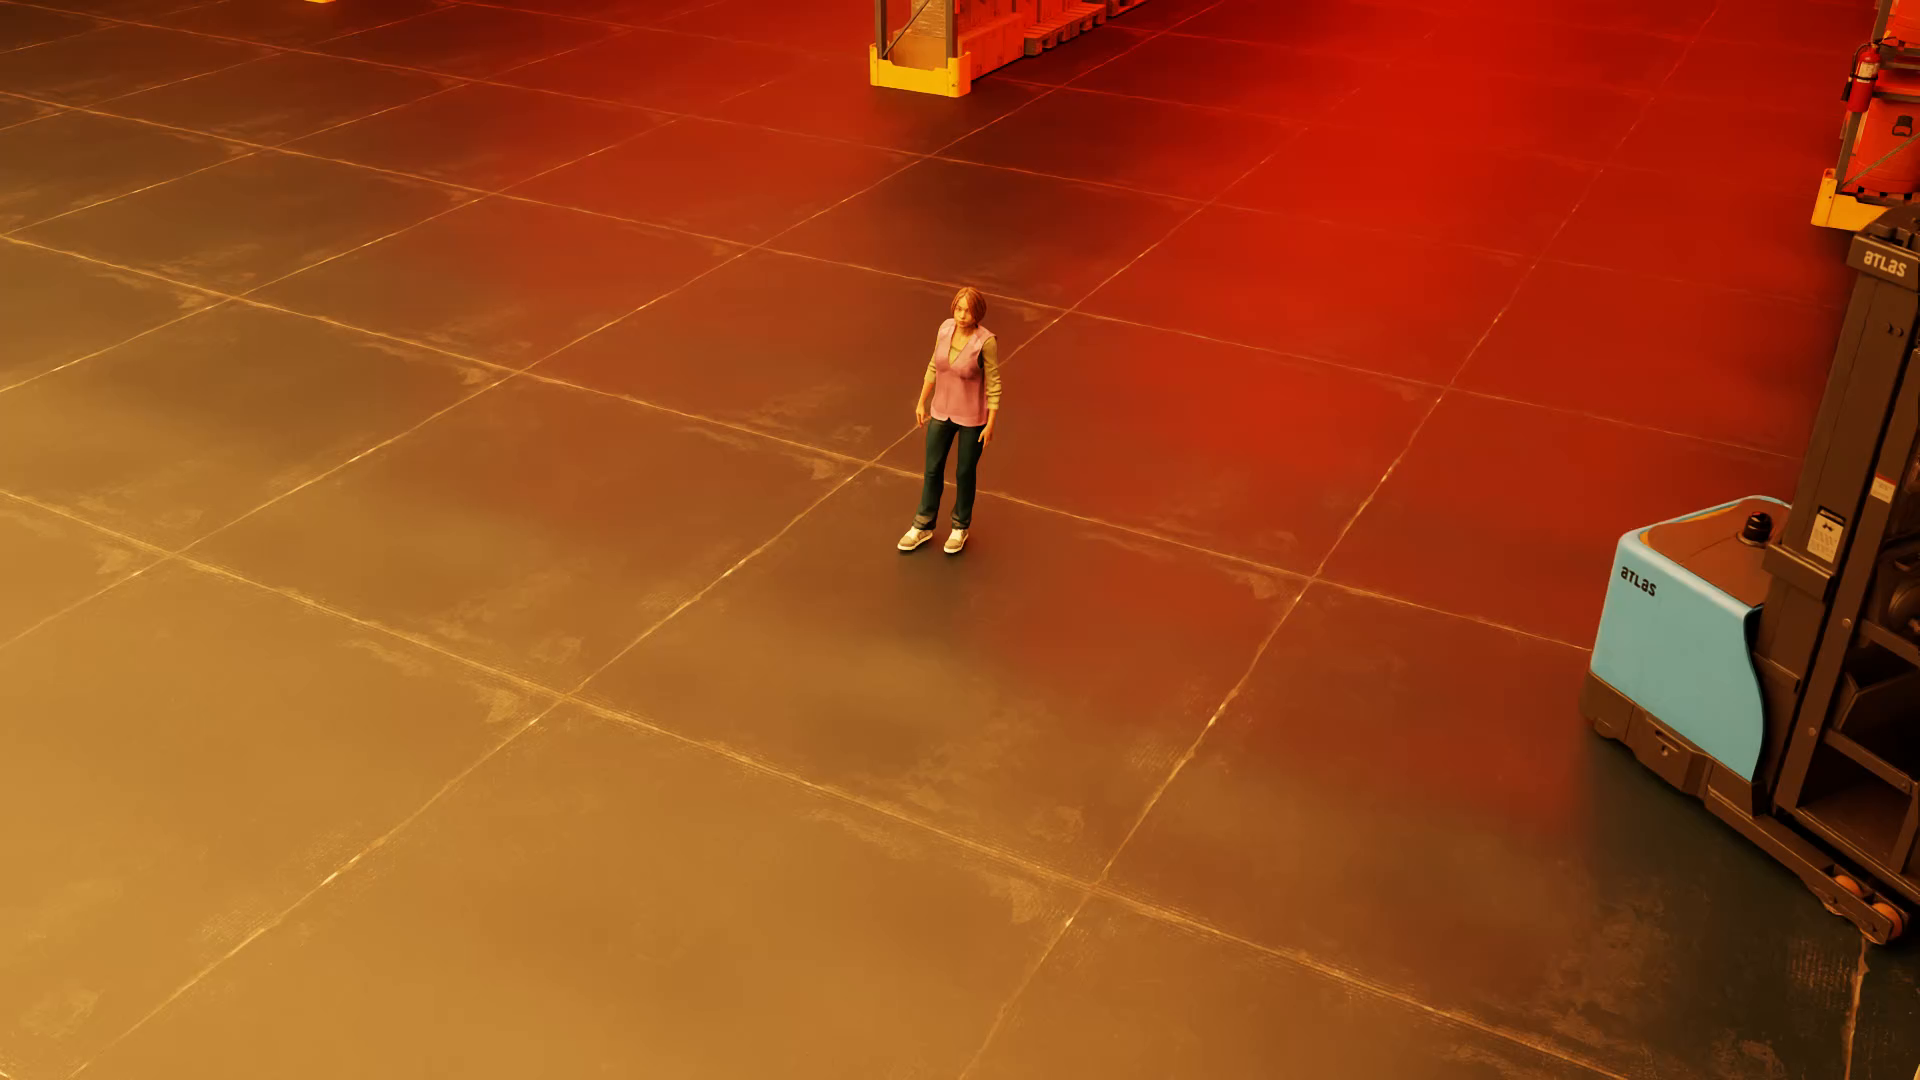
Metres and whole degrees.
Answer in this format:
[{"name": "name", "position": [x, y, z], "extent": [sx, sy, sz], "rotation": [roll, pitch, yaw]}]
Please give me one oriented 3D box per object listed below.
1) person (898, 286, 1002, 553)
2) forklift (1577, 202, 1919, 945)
[{"name": "person", "position": [-0.048, -0.669, 9.550], "extent": [0.520, 1.597, 0.476], "rotation": [15, 33, 25]}, {"name": "forklift", "position": [4.218, 0.185, 6.750], "extent": [1.130, 2.935, 3.031], "rotation": [-14, 33, -22]}]
